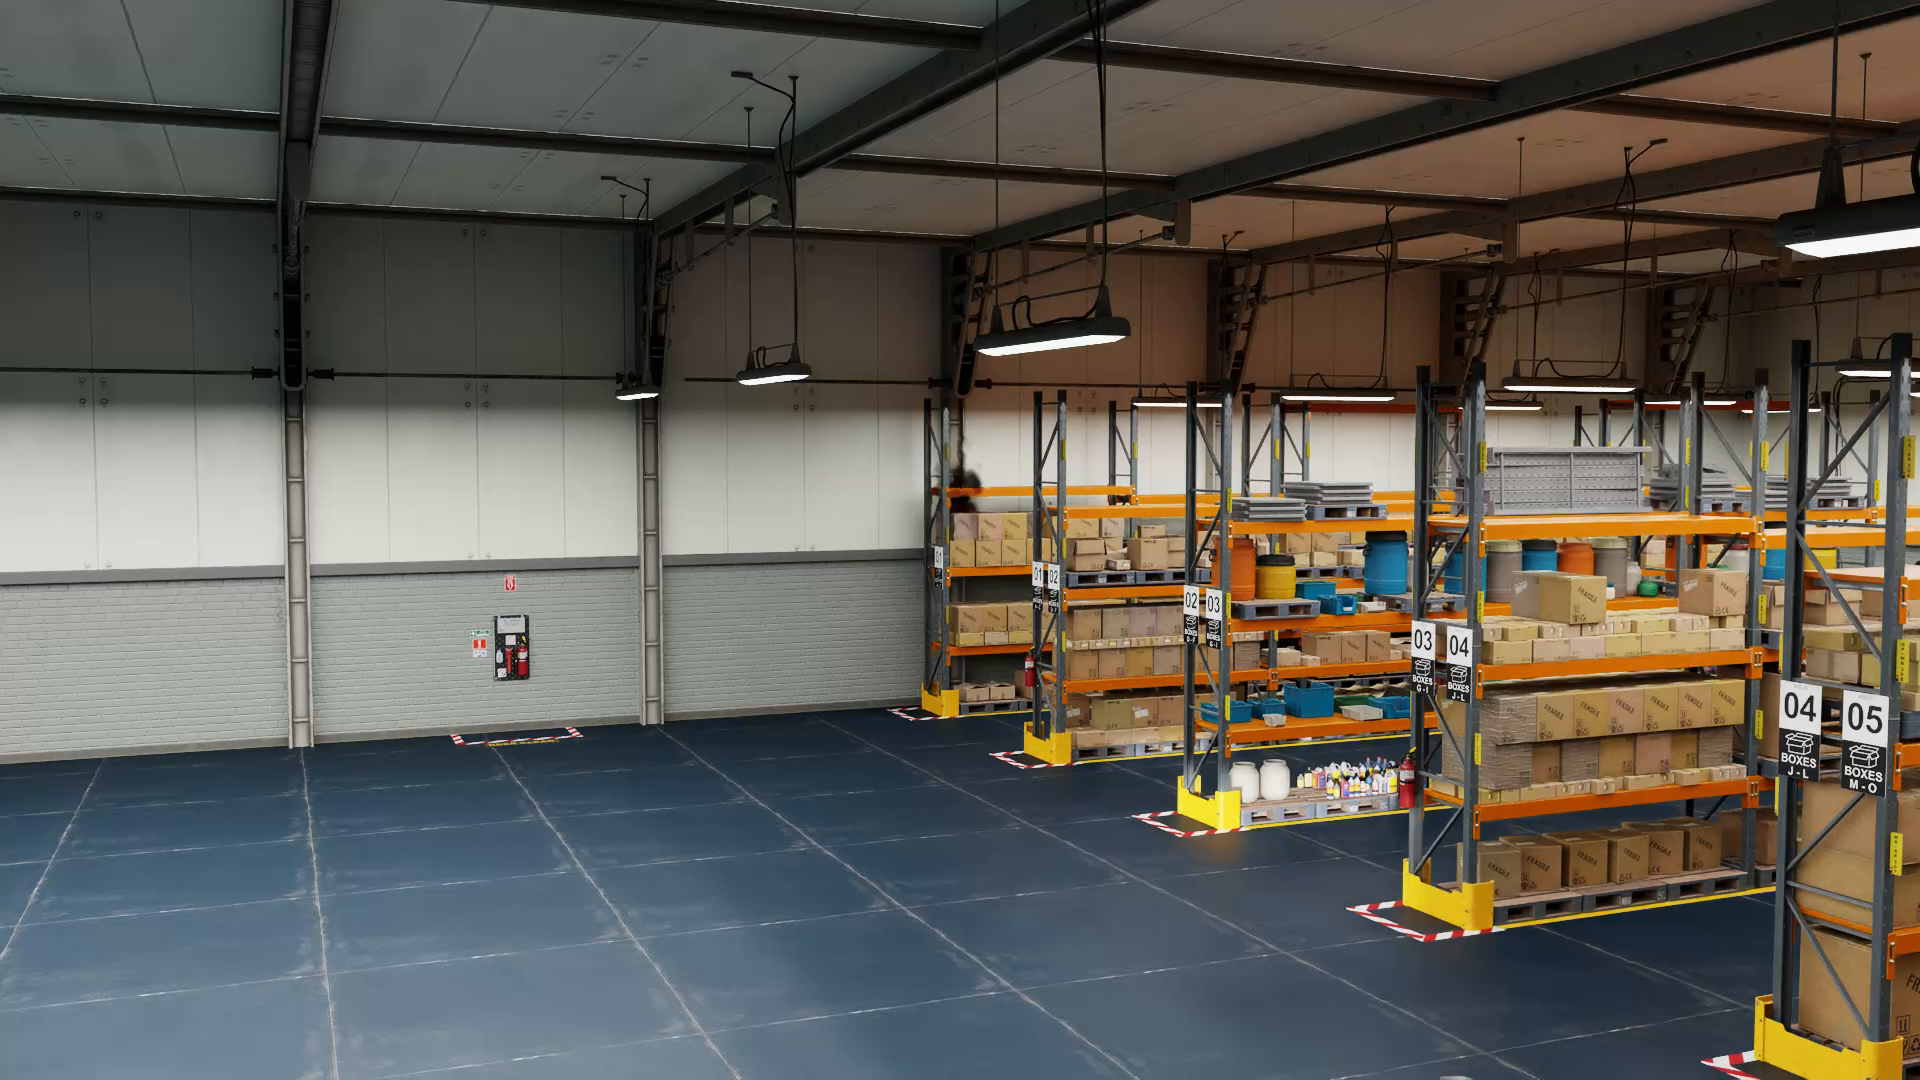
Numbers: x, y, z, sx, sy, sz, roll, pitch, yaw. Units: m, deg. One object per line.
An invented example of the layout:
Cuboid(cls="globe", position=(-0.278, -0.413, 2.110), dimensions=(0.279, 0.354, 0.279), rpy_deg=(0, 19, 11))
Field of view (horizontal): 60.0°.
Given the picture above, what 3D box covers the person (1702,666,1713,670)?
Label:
Cuboid(cls="person", position=(13.648, 2.532, 30.039), dimensions=(0.759, 1.739, 0.702), rpy_deg=(-2, 4, -30))
